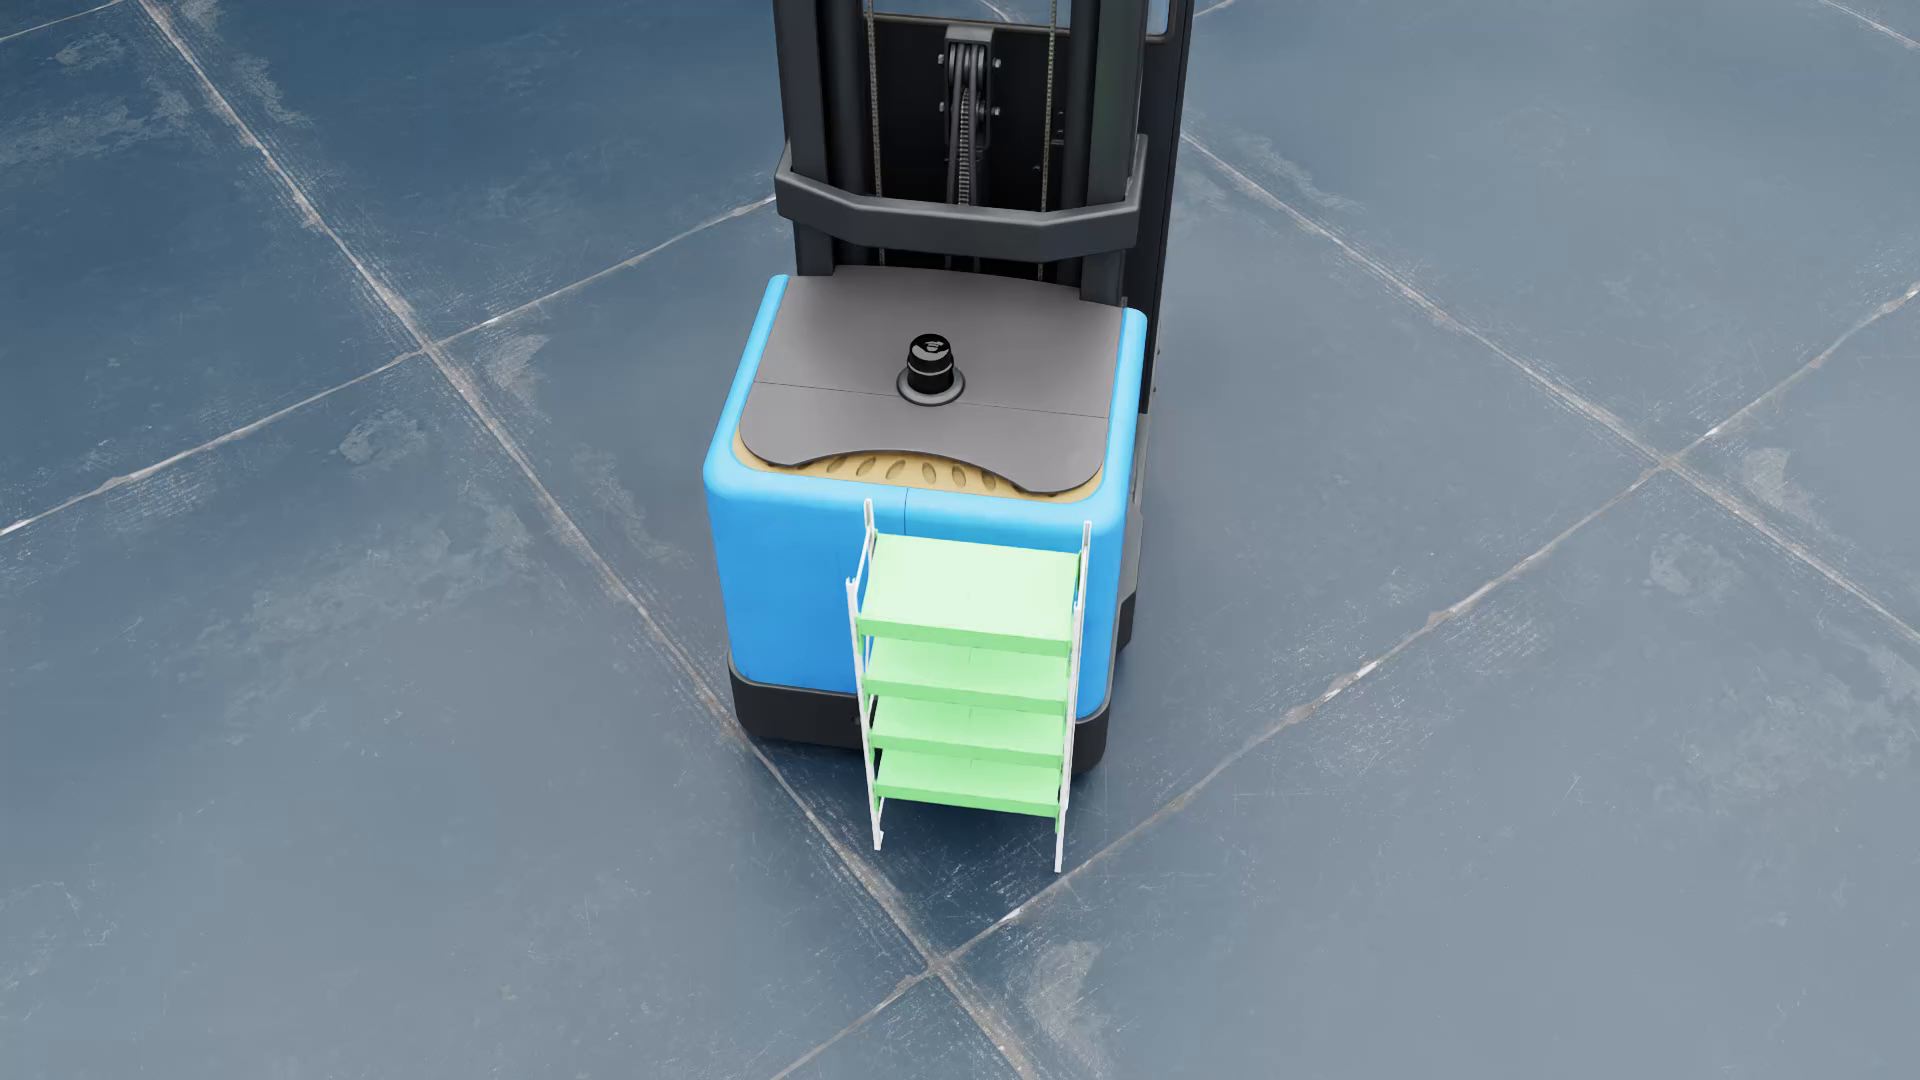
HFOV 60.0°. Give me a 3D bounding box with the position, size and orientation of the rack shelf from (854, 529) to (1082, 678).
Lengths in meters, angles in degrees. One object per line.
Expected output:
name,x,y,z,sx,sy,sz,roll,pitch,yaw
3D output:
rack shelf,0.025,0.141,3.740,0.480,0.148,0.258,6,52,5

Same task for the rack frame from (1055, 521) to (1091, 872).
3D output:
rack frame,0.271,0.423,4.044,0.015,1.200,0.240,6,52,5

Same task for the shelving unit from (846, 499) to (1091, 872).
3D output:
shelving unit,0.029,0.398,4.067,0.503,1.200,0.258,6,52,5

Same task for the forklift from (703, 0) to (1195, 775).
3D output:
forklift,0.094,-1.446,4.583,1.130,2.935,3.031,6,48,6

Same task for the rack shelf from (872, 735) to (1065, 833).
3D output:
rack shelf,0.032,0.586,4.306,0.480,0.148,0.258,6,52,5

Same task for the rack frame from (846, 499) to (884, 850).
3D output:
rack frame,-0.213,0.373,4.091,0.015,1.200,0.240,6,52,5

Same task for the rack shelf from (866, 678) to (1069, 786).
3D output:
rack shelf,0.030,0.438,4.118,0.480,0.148,0.258,6,52,5

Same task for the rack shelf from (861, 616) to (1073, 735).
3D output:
rack shelf,0.027,0.289,3.929,0.480,0.148,0.258,6,52,5
